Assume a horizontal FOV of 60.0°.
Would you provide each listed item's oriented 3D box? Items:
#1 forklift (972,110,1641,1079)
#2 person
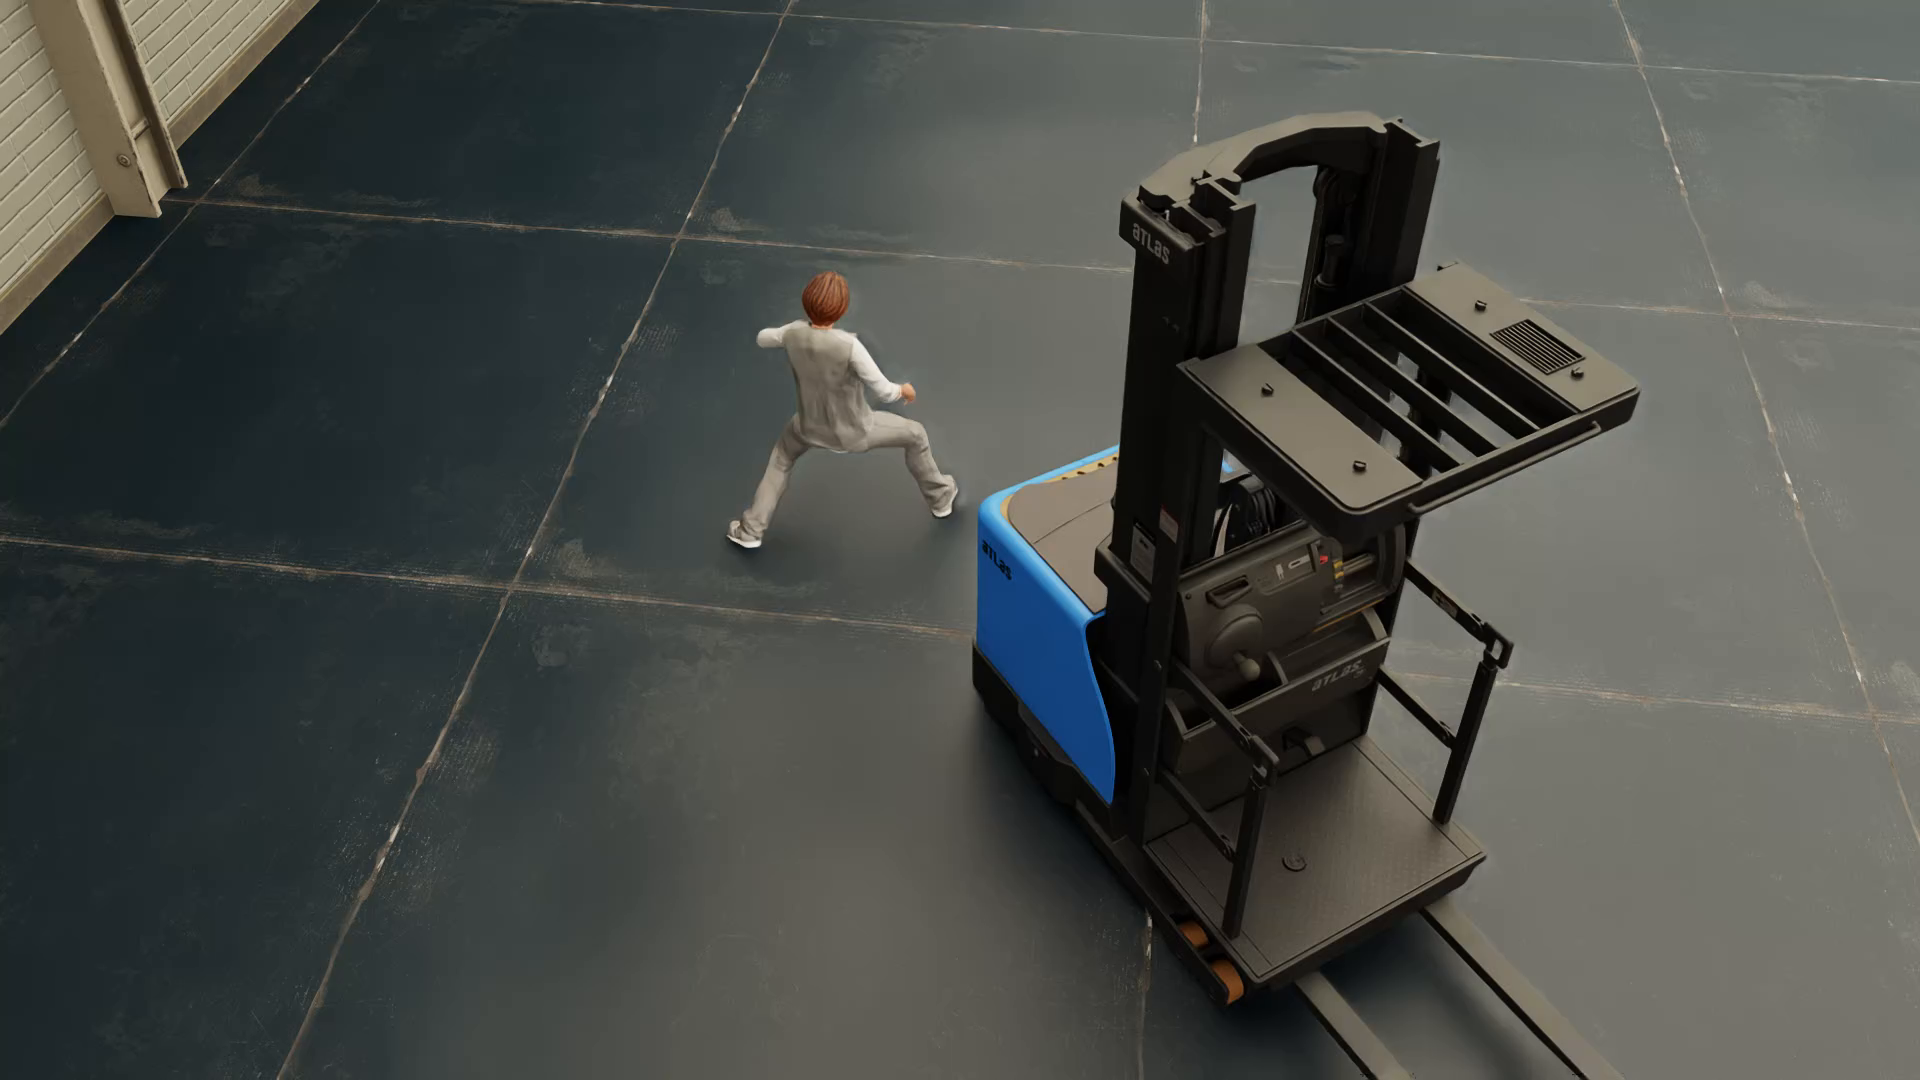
[{"bbox_3d":[1.239,0.245,5.458,1.130,2.935,3.031,-22,47,-22],"label":"forklift"},{"bbox_3d":[-0.557,-0.621,7.548,0.925,1.435,0.874,18,46,19],"label":"person"}]
